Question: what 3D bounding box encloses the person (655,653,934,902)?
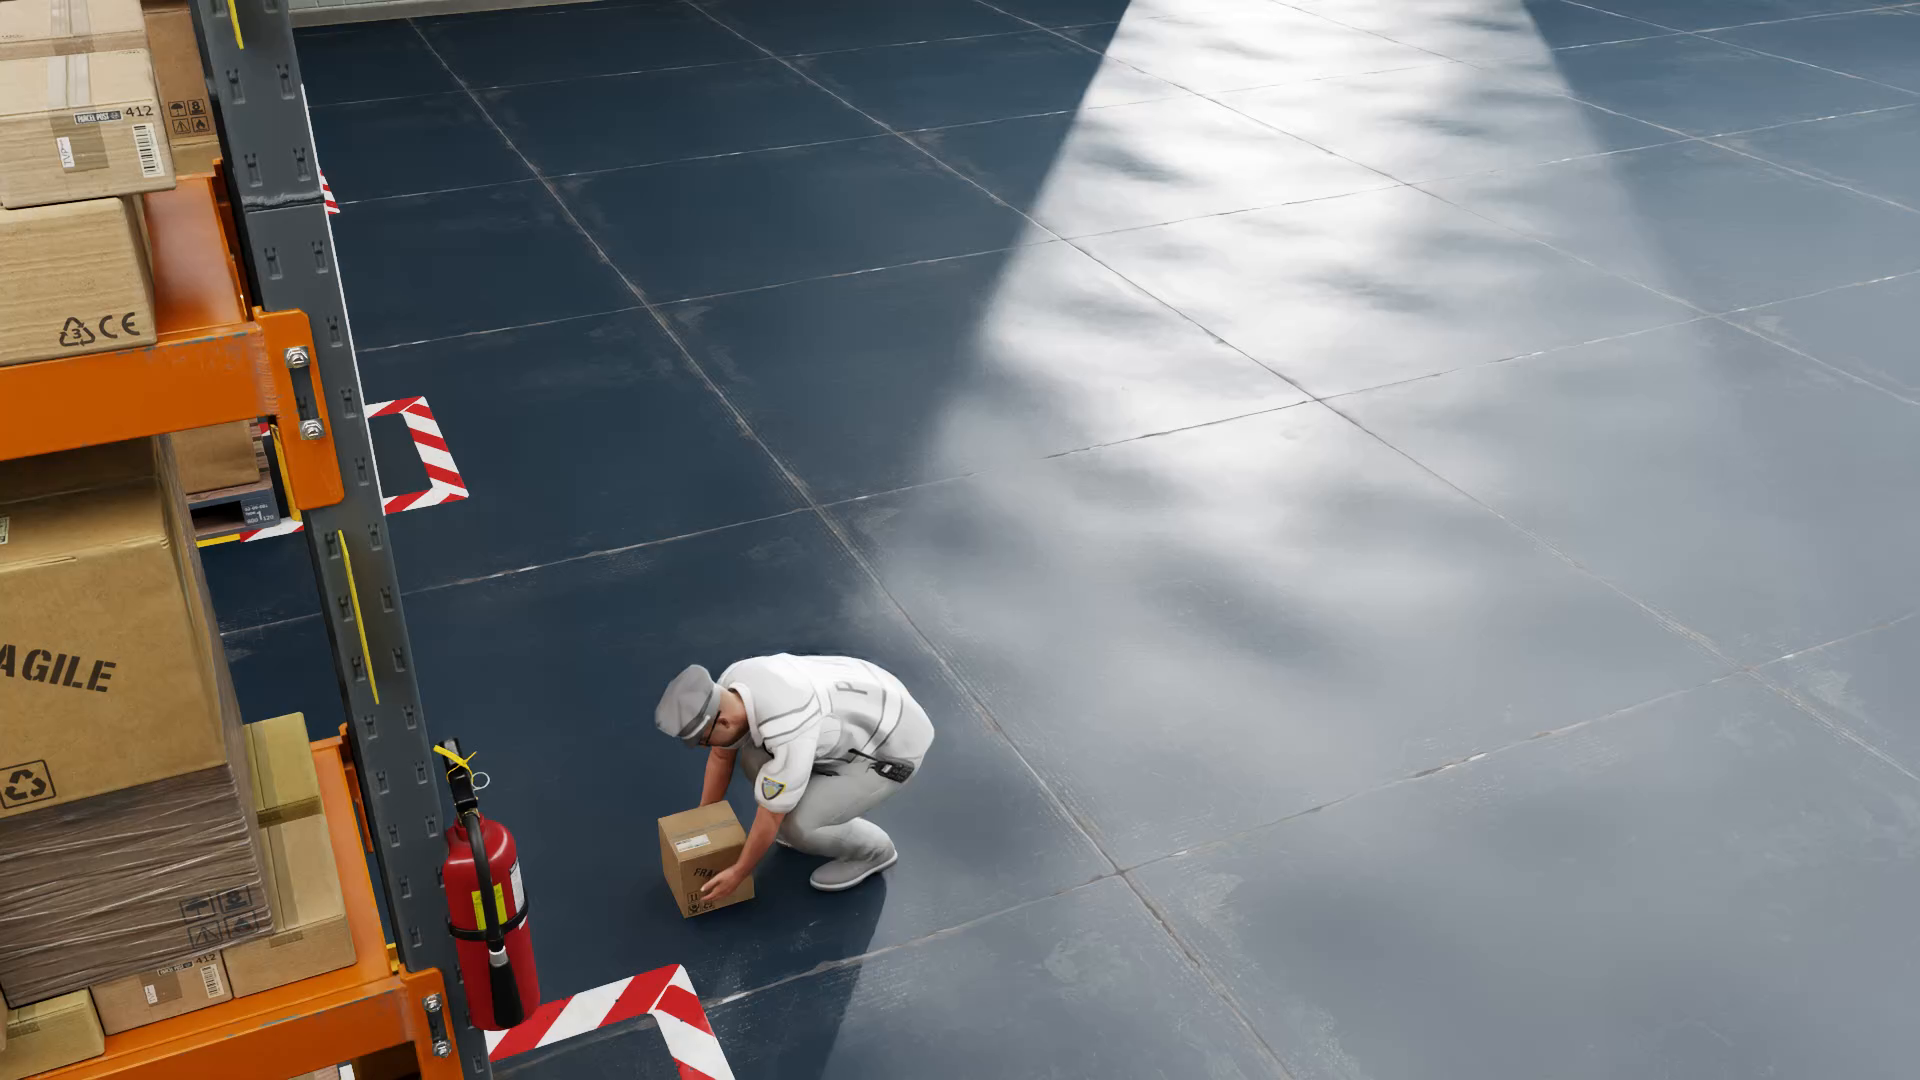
[{"bbox_3d":[-0.554,0.743,5.643,0.954,0.931,0.552,-13,32,-22],"label":"person"}]
